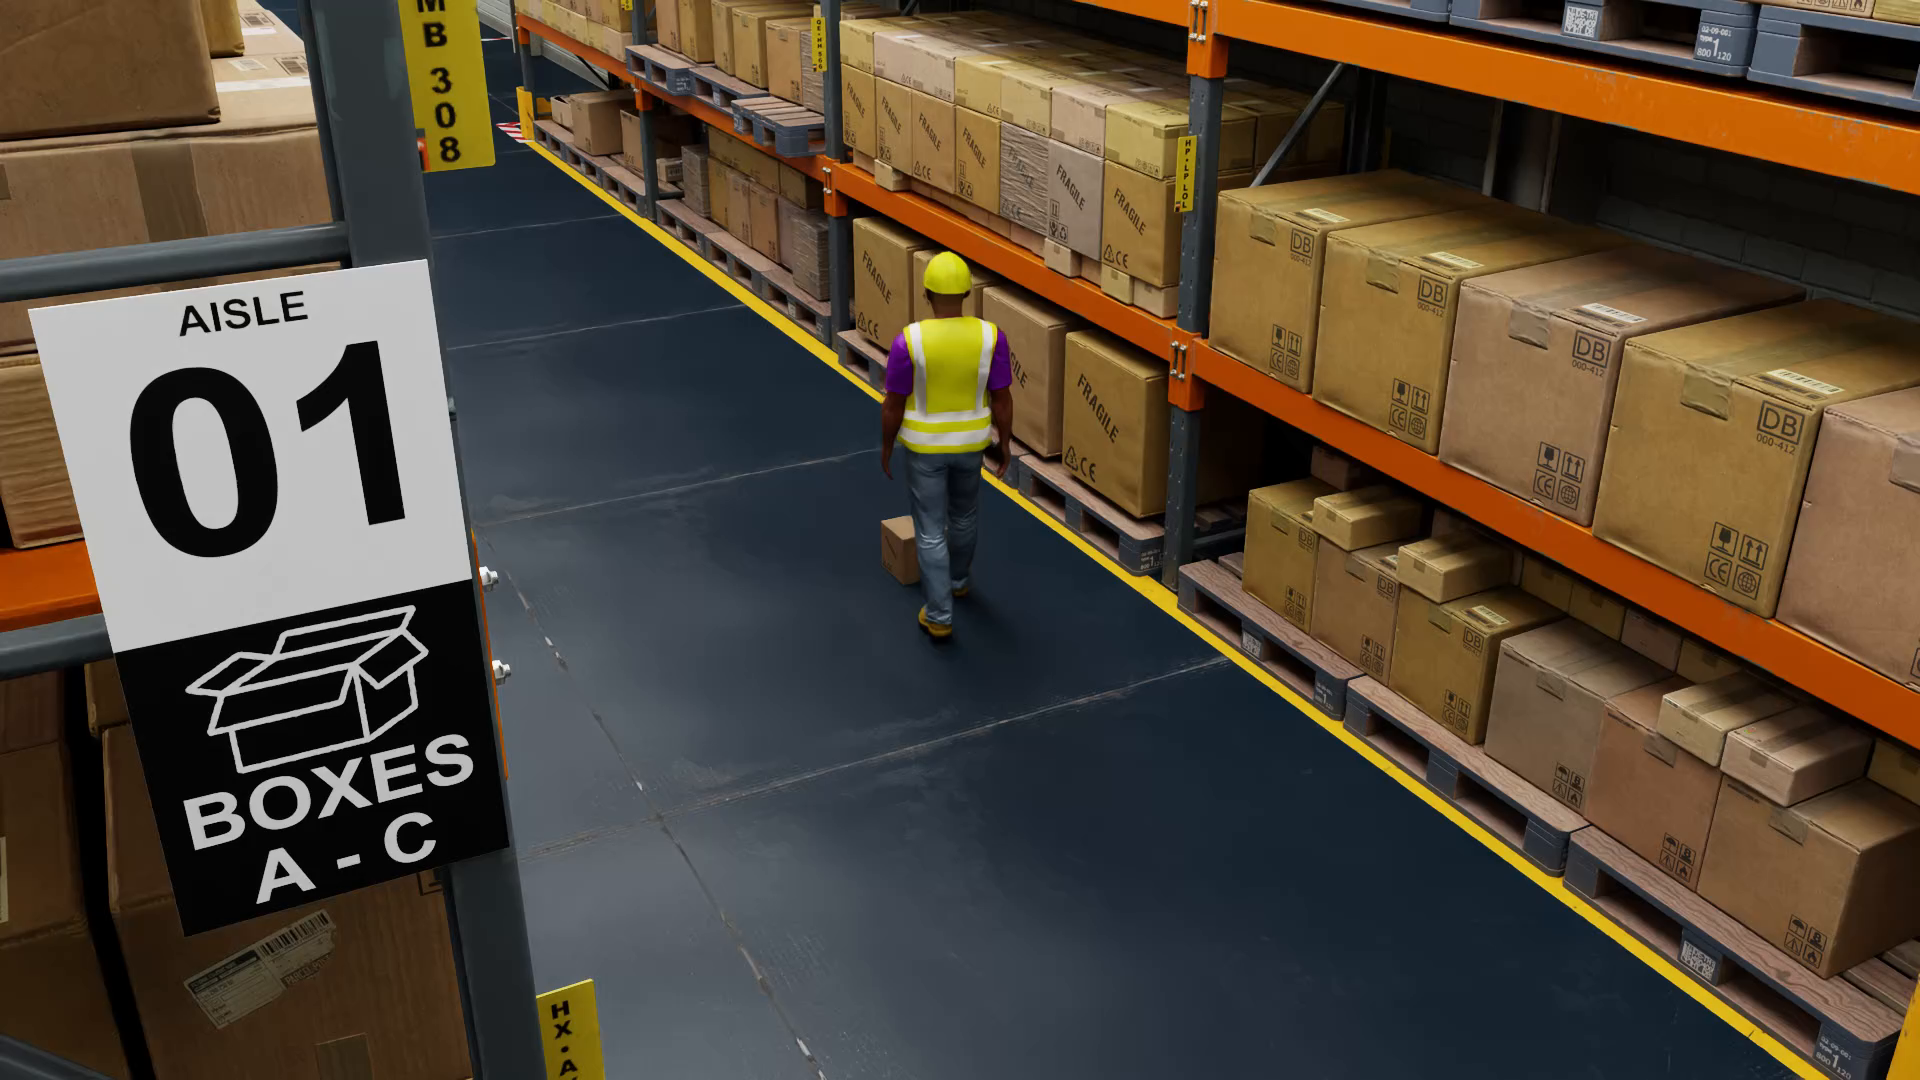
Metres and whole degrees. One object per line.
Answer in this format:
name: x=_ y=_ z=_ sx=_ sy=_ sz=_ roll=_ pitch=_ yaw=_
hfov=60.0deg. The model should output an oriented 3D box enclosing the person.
person: x=-0.091 y=-0.475 z=7.577 sx=0.585 sy=1.763 sz=0.732 roll=-6 pitch=26 yaw=-13
